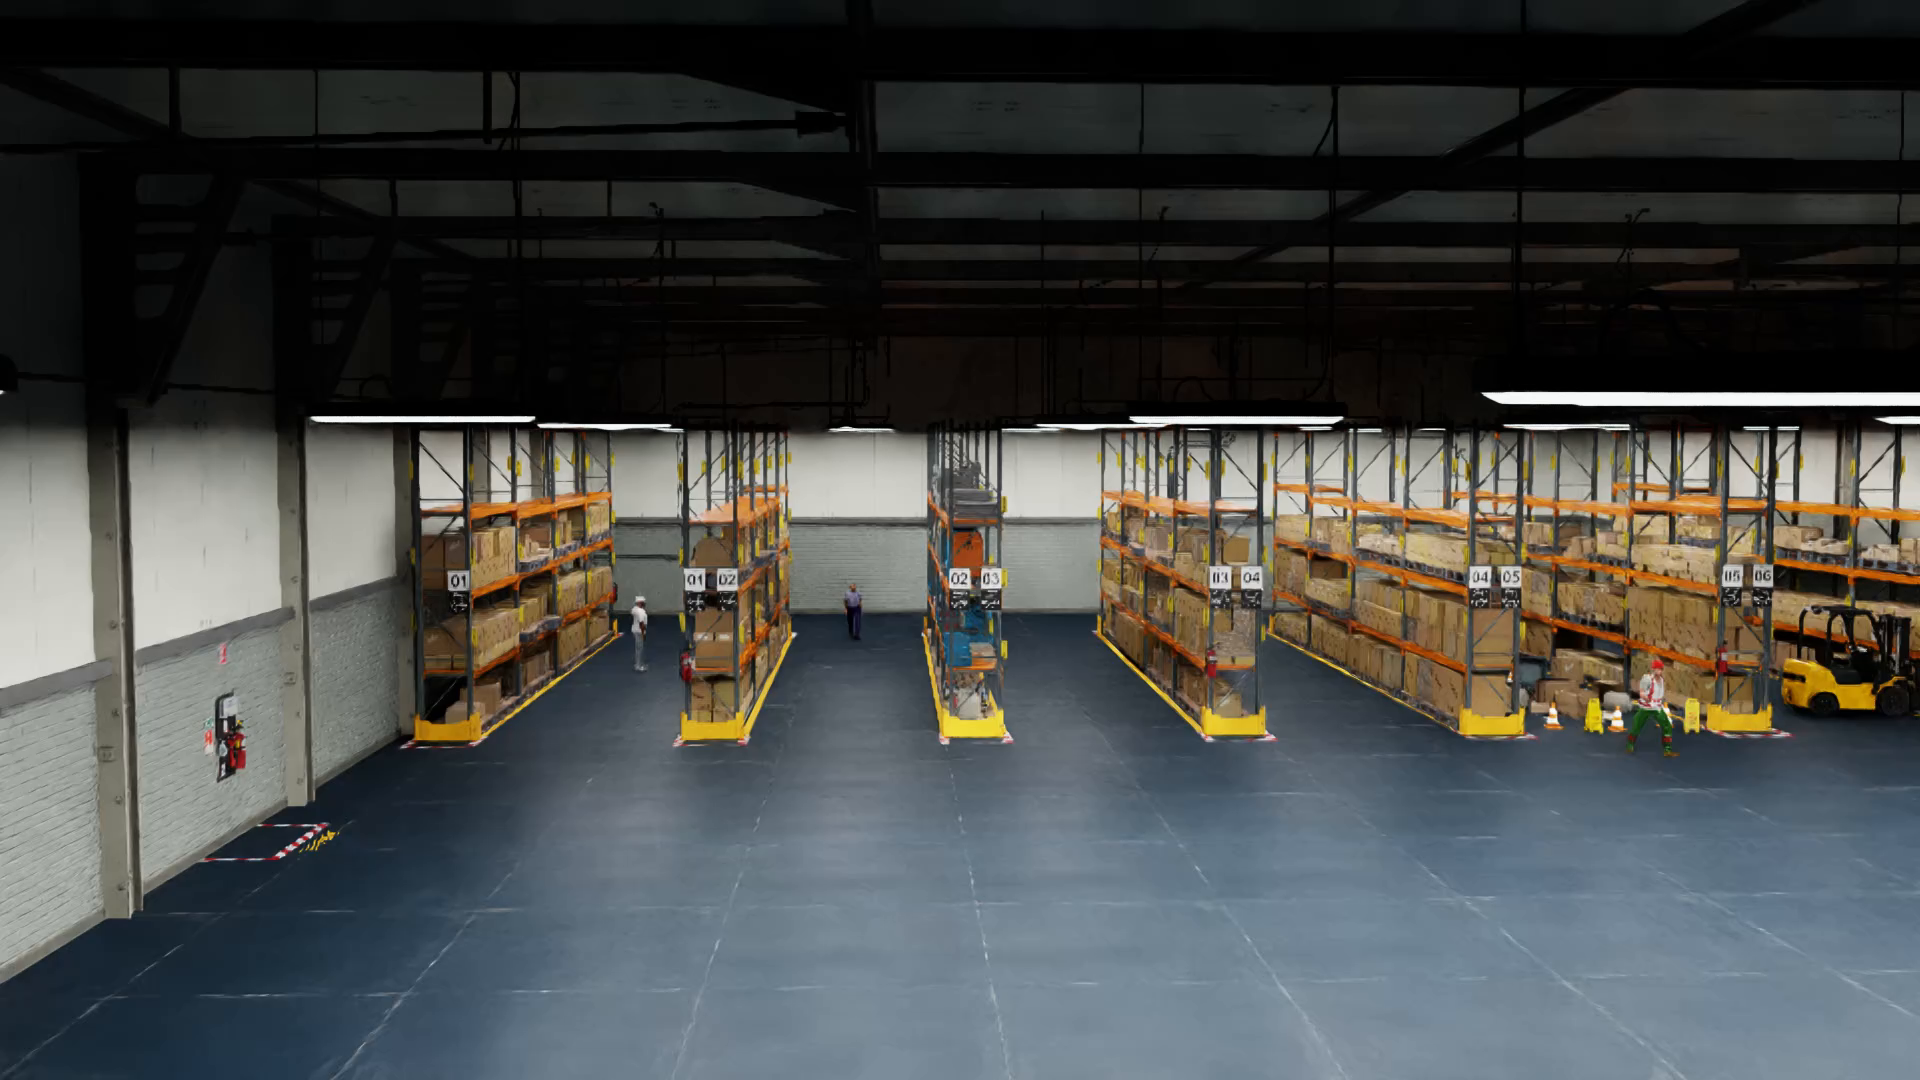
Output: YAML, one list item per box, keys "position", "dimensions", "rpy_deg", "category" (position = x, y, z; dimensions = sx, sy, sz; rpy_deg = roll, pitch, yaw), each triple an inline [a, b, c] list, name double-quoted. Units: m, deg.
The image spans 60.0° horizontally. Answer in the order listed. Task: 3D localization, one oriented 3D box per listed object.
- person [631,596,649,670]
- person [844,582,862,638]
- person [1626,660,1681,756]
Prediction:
- position: [-7.724, 2.237, 40.354]
  dimensions: [0.464, 1.772, 0.645]
  rpy_deg: [-2, 4, -27]
  category: "person"
- position: [-3.007, 1.942, 46.634]
  dimensions: [0.479, 1.567, 1.090]
  rpy_deg: [0, 4, 0]
  category: "person"
- position: [12.263, 2.963, 29.502]
  dimensions: [0.686, 1.716, 0.838]
  rpy_deg: [-1, 4, -19]
  category: "person"
